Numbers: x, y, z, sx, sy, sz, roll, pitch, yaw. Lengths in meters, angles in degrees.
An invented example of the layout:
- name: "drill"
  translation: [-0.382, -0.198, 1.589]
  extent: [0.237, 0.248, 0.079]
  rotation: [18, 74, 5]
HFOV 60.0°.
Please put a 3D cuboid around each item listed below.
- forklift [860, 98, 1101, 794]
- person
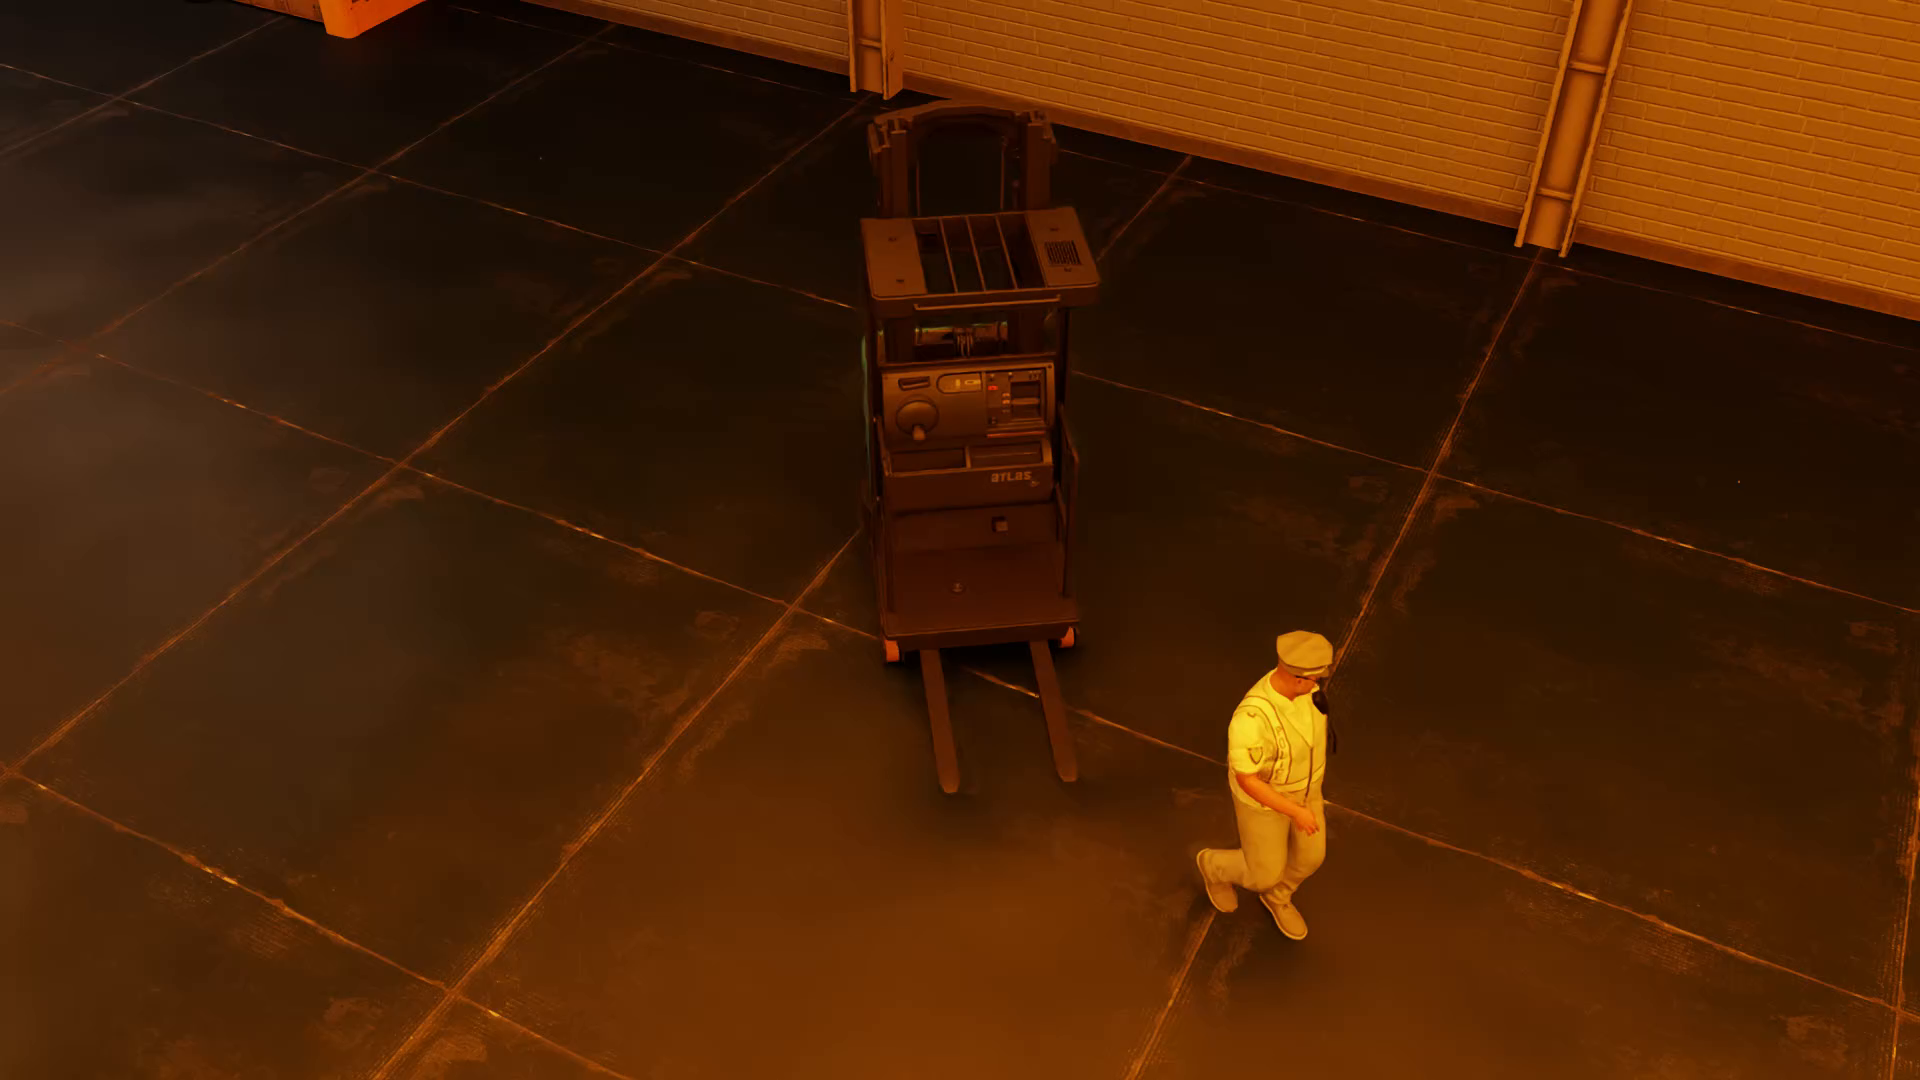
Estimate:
- name: "forklift"
  translation: [0.076, -0.666, 8.778]
  extent: [1.130, 2.935, 3.031]
  rotation: [-4, 40, -5]
- name: "person"
  translation: [1.498, 1.122, 7.619]
  extent: [0.728, 1.700, 0.585]
  rotation: [-24, 46, -26]
